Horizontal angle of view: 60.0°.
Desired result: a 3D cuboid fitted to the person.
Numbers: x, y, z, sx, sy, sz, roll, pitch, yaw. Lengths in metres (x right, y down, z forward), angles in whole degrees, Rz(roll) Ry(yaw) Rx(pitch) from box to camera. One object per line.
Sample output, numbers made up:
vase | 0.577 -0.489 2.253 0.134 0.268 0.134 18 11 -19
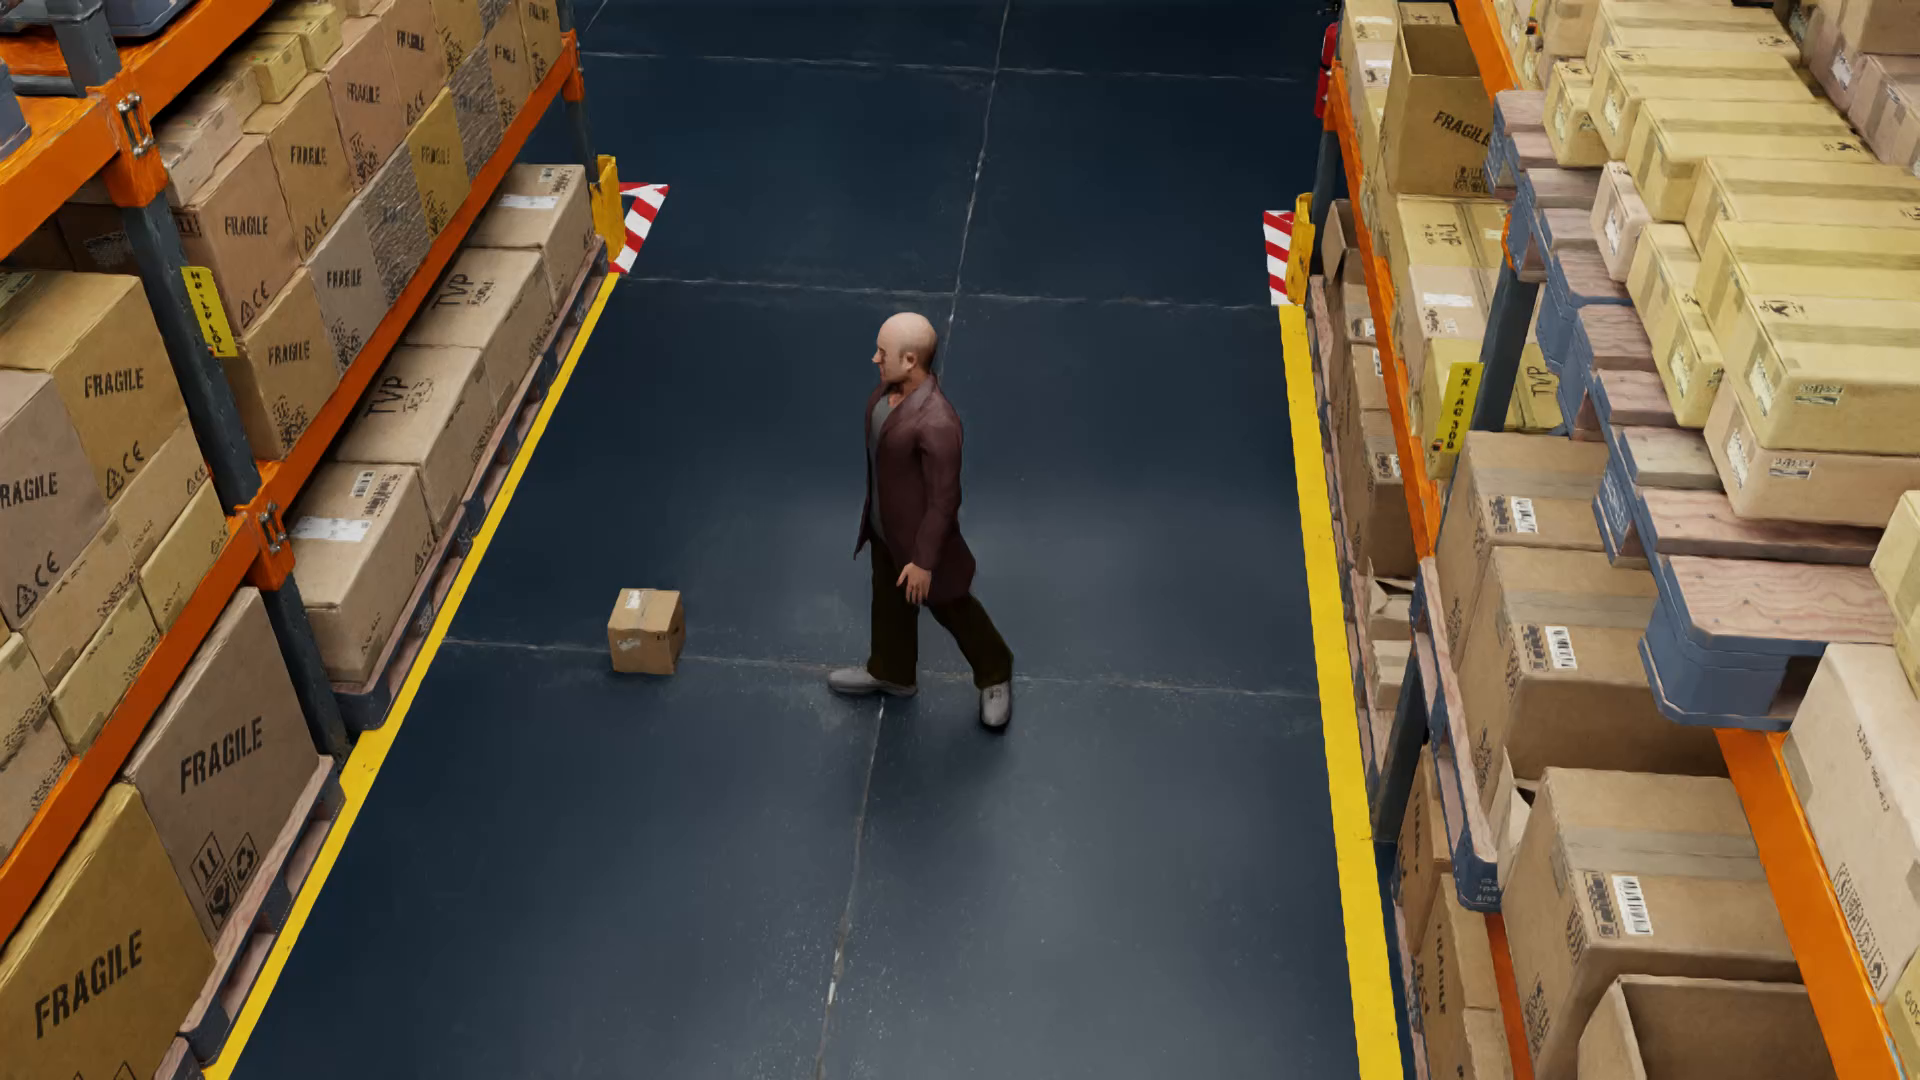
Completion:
person | -0.156 -0.085 6.268 0.707 1.774 0.775 -16 42 -19
